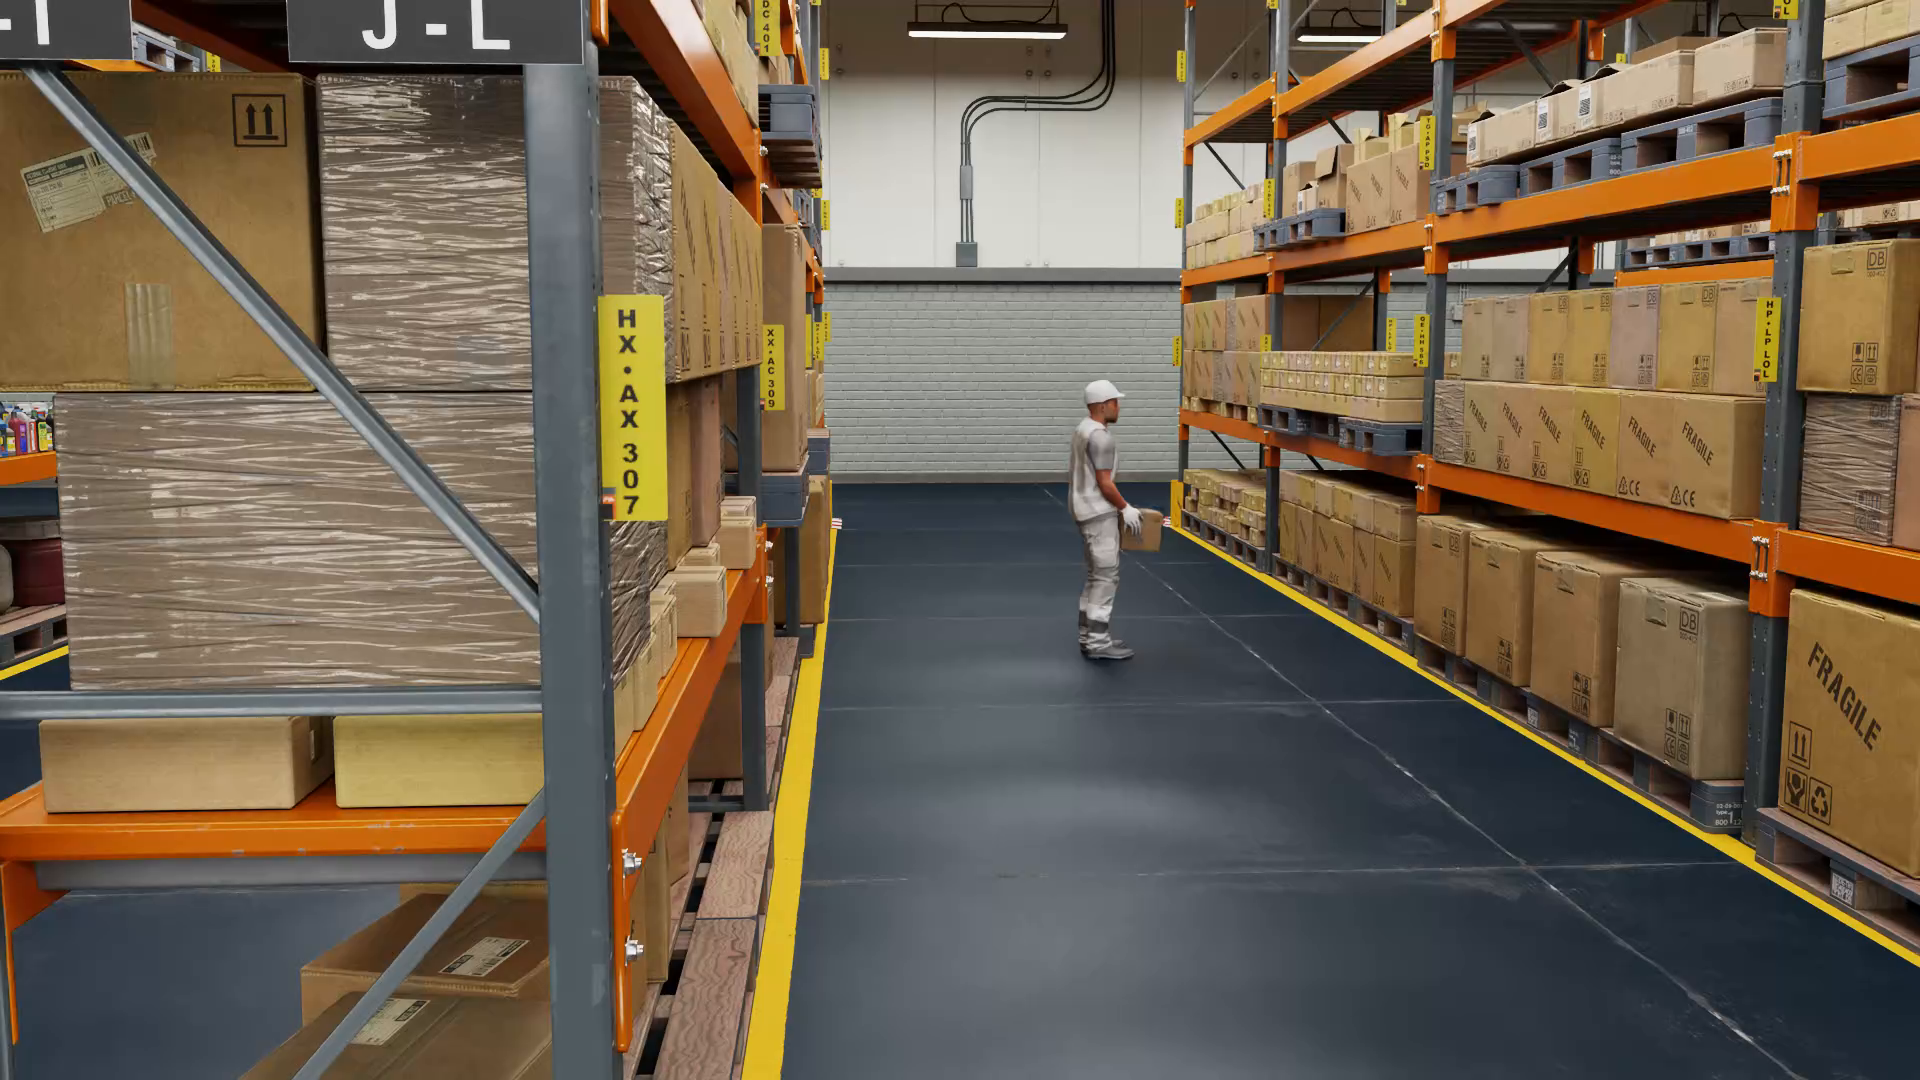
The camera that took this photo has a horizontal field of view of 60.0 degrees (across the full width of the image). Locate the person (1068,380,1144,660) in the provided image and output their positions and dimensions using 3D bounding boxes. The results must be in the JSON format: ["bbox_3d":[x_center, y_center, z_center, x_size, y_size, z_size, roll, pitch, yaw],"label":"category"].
[{"bbox_3d":[0.939,-0.140,10.809,0.462,1.792,0.535,-1,7,-5],"label":"person"}]
